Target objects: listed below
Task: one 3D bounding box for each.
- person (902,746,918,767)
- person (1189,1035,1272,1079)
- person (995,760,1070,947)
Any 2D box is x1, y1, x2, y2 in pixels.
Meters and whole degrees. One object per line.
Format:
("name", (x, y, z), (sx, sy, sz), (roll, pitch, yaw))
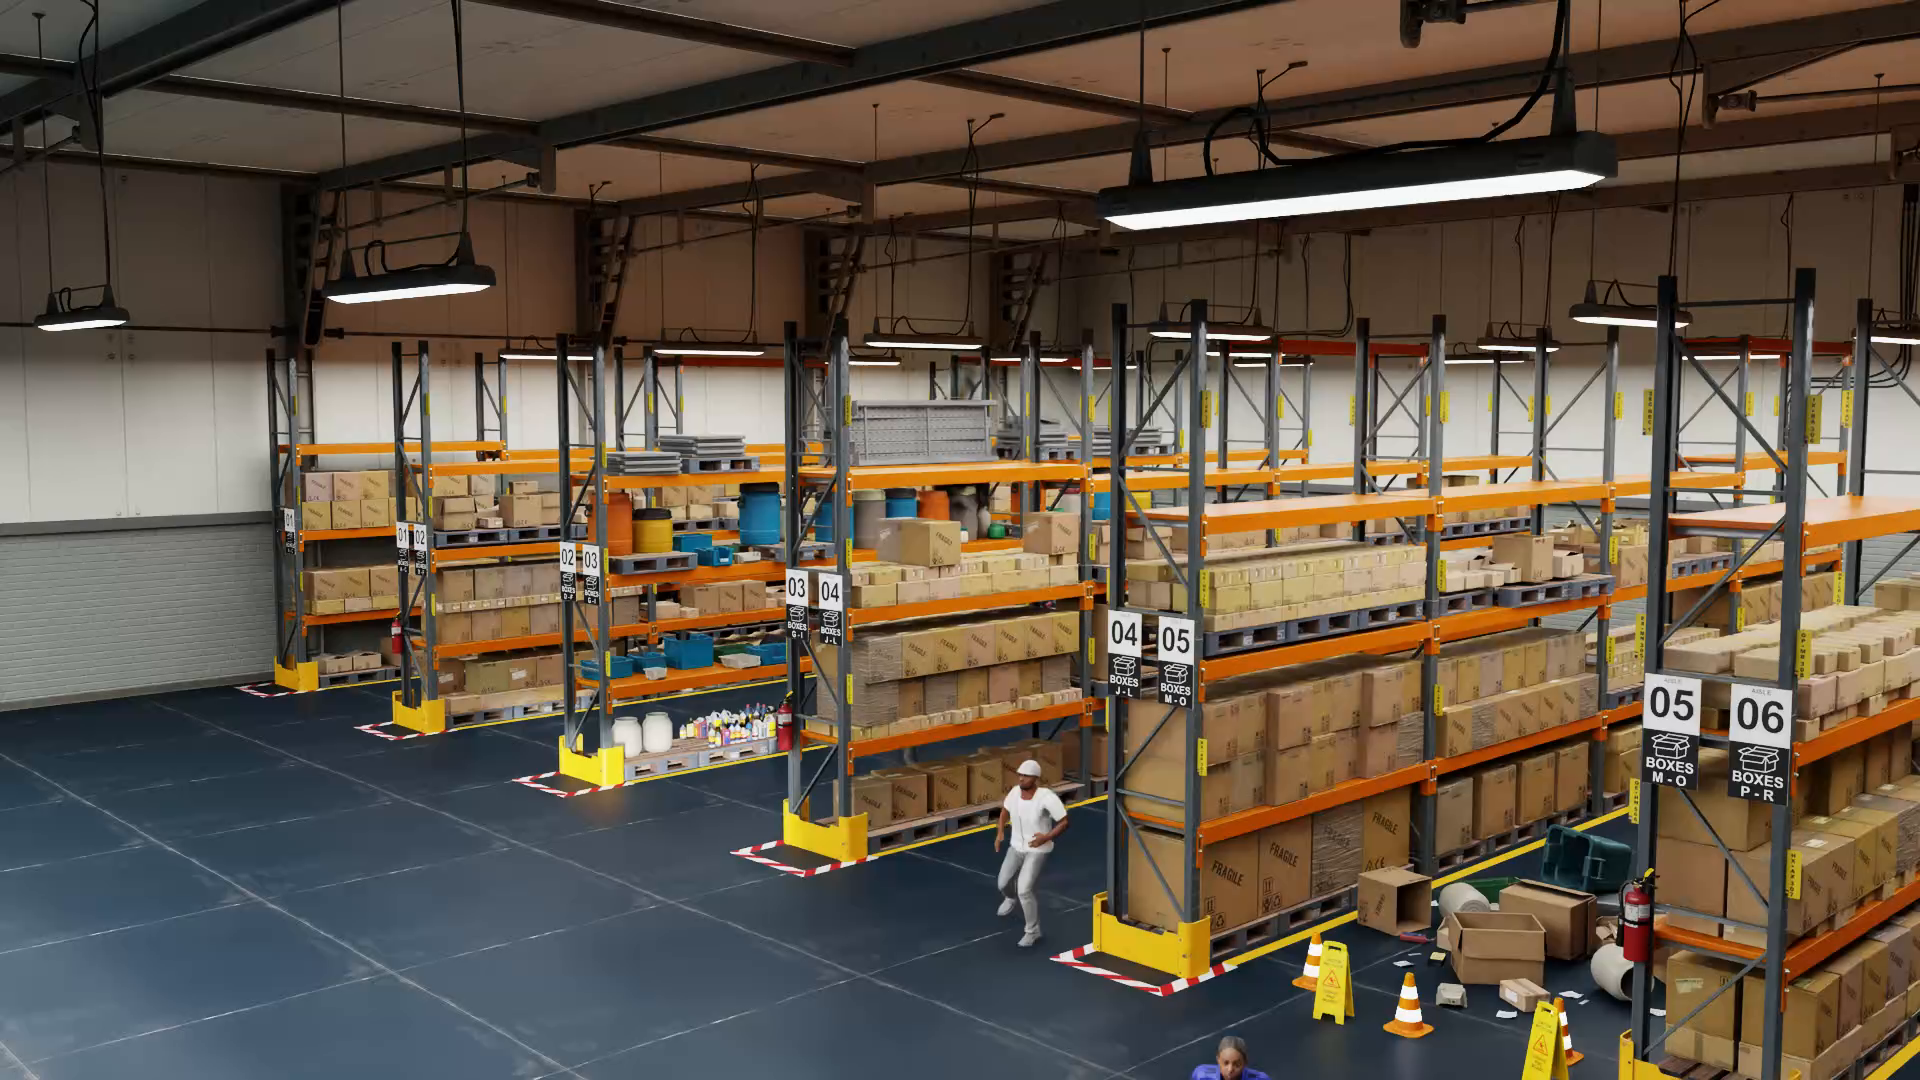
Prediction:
("person", (-0.786, 2.364, 22.632), (0.645, 1.699, 0.737), (3, 6, 29))
("person", (1.579, 3.567, 9.647), (0.566, 1.593, 0.719), (1, 5, 10))
("person", (0.653, 2.955, 15.906), (0.887, 1.760, 0.663), (3, 6, 35))
